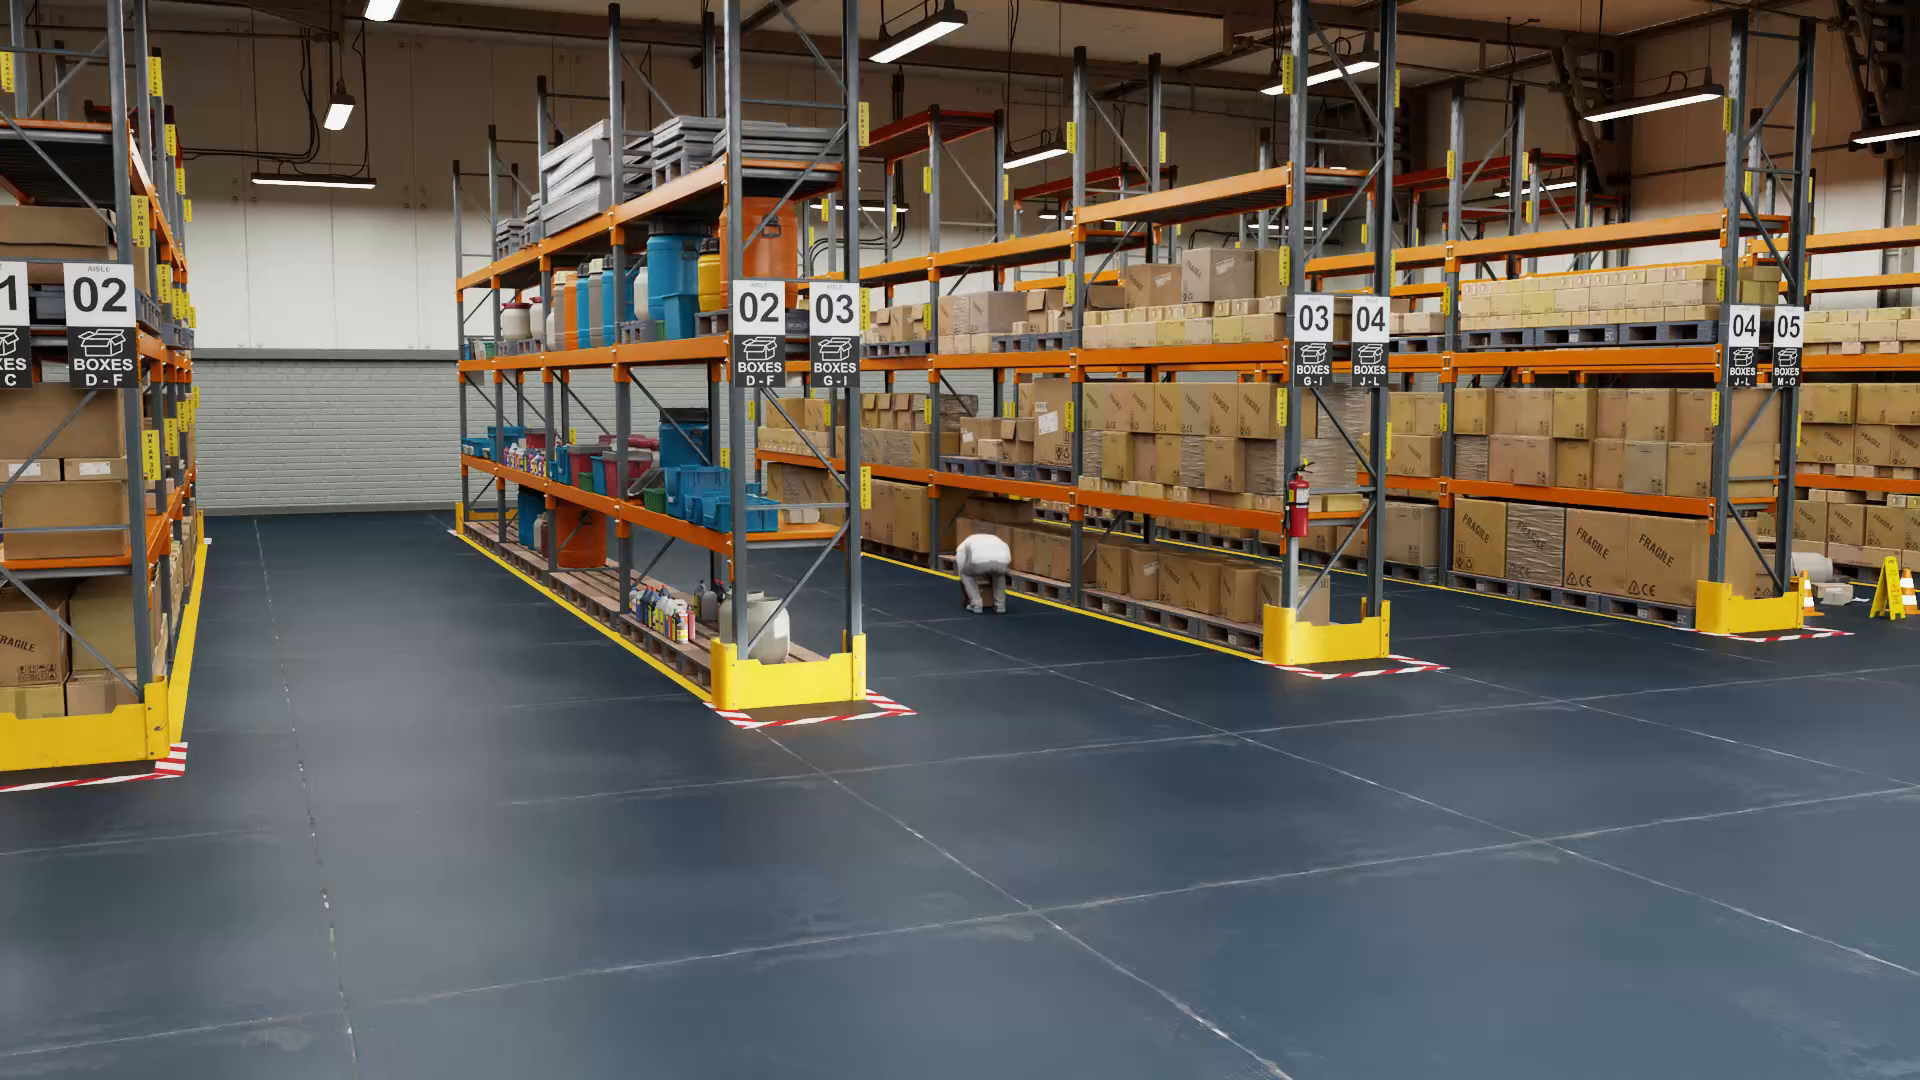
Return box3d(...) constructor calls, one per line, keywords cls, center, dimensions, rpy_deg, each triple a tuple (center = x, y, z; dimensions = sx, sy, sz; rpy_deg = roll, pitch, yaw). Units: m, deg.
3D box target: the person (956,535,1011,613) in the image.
box3d(cls="person", center=(0.238, 0.359, 18.040), dimensions=(0.523, 0.829, 0.979), rpy_deg=(-1, 5, -12))
